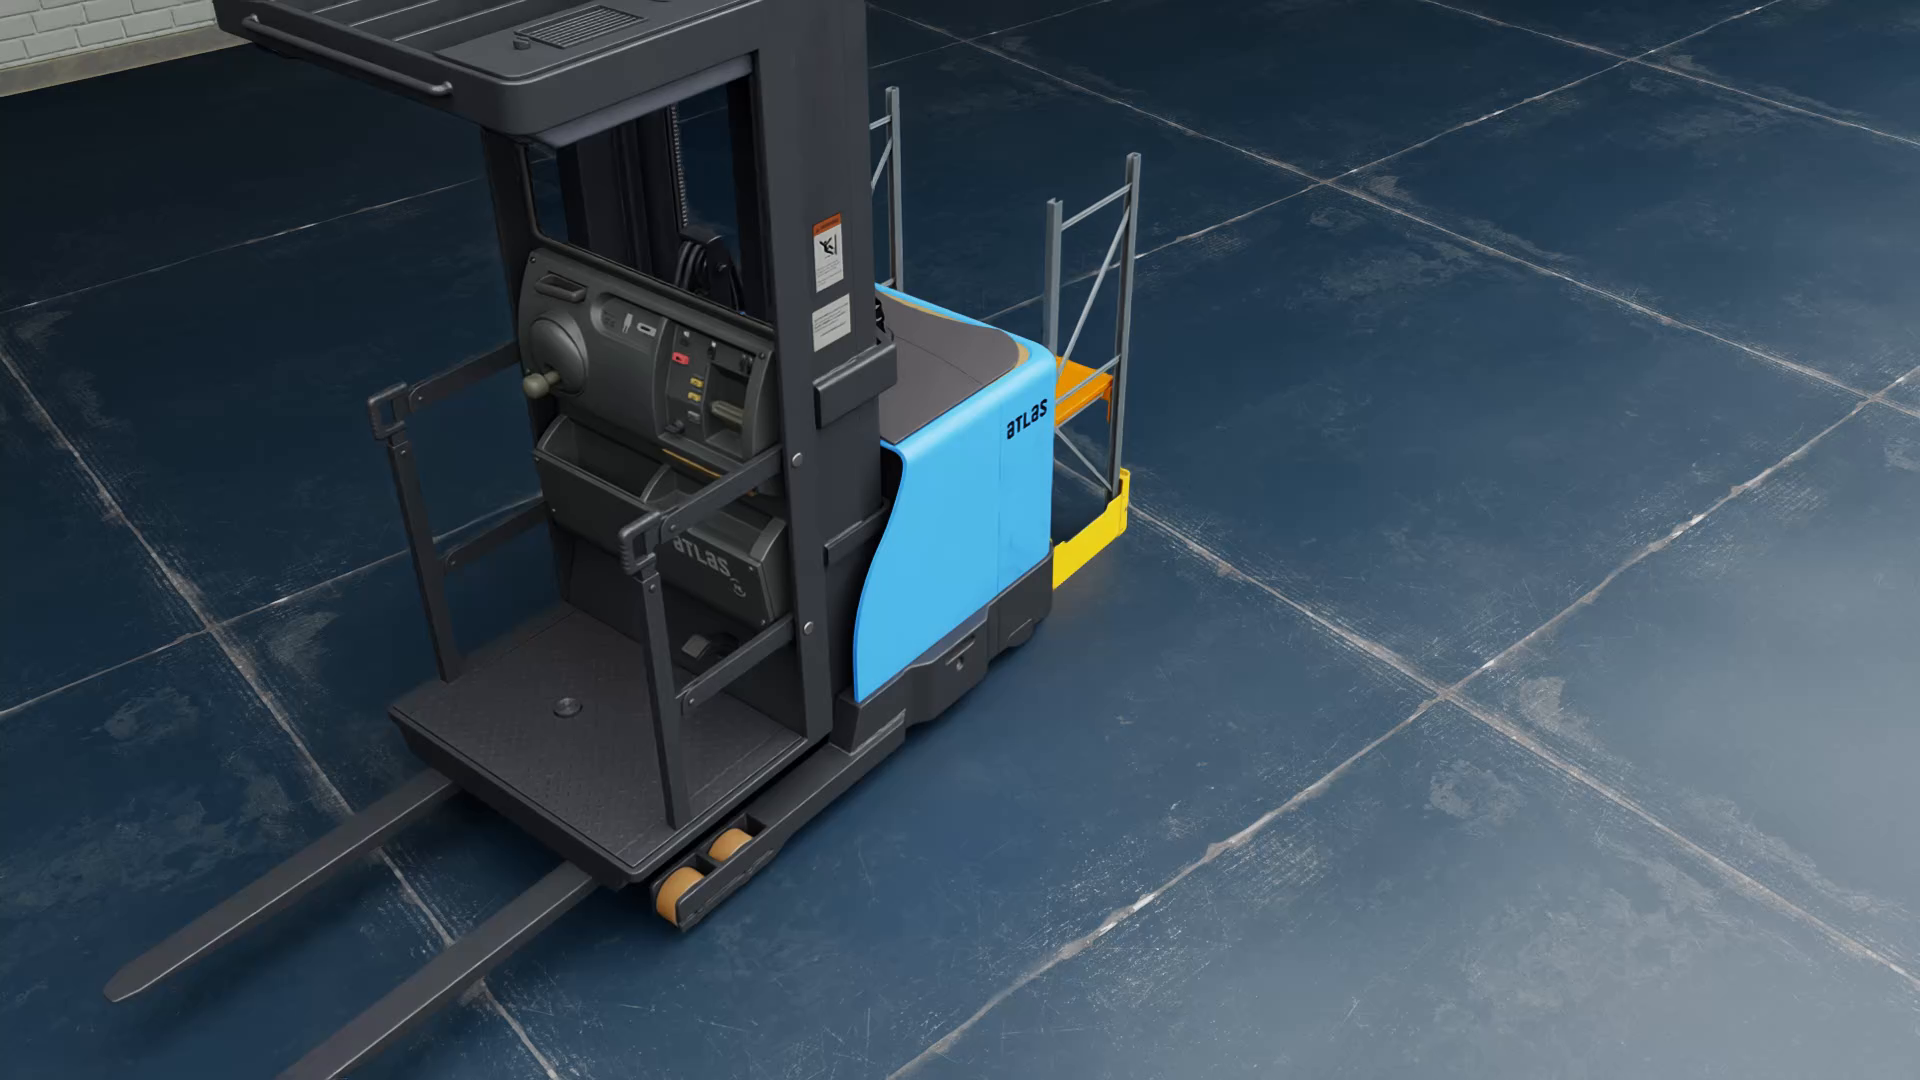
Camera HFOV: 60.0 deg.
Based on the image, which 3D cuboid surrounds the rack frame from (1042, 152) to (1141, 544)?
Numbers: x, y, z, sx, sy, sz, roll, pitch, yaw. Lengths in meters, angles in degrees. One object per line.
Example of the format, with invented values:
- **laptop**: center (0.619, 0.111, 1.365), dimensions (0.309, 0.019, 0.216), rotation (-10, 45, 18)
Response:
- **rack frame**: center (0.430, -0.539, 5.713), dimensions (0.032, 1.500, 0.500), rotation (24, 42, 30)

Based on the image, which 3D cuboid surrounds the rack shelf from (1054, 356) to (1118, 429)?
- **rack shelf**: center (0.025, -0.569, 6.067), dimensions (1.000, 0.185, 0.538), rotation (24, 42, 30)

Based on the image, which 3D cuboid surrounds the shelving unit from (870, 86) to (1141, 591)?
- **shelving unit**: center (0.032, -0.713, 5.959), dimensions (1.083, 1.500, 0.587), rotation (24, 42, 30)

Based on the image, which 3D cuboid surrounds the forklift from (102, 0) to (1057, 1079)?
- **forklift**: center (-0.988, -0.428, 4.319), dimensions (1.130, 2.935, 3.031), rotation (25, 42, 30)

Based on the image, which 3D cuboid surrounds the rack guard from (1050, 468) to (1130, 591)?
- **rack guard**: center (0.429, -0.029, 6.075), dimensions (0.087, 0.250, 0.587), rotation (24, 42, 30)

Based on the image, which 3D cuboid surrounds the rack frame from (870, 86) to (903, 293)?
- **rack frame**: center (-0.381, -0.893, 6.214), dimensions (0.032, 1.500, 0.500), rotation (24, 42, 30)
